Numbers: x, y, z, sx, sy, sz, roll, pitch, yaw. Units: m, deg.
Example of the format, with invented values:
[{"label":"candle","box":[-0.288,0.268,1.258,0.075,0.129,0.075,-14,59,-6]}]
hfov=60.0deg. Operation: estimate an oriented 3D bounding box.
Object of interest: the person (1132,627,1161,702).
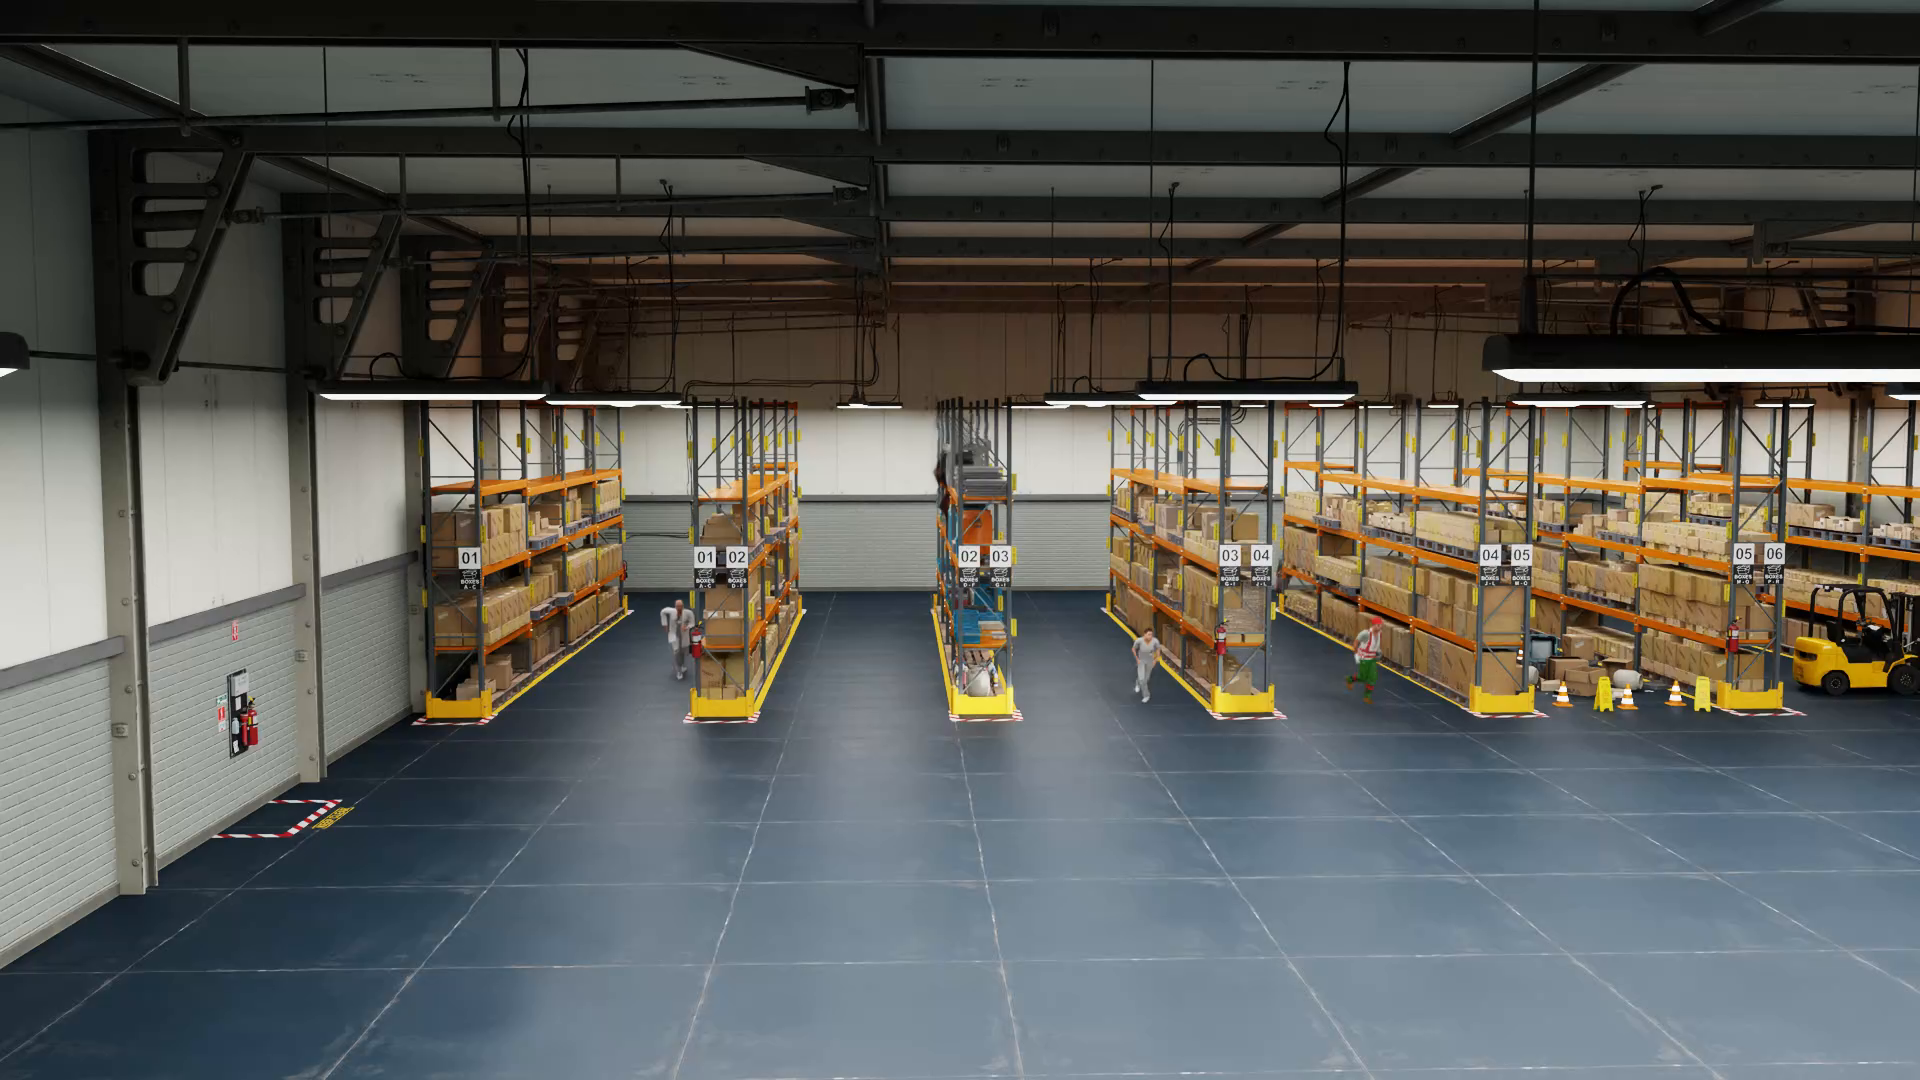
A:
[{"label":"person","box":[3.667,2.438,33.028,0.550,1.518,0.964,0,4,-4]}]

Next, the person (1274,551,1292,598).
[{"label":"person","box":[9.525,1.103,48.990,0.574,1.670,0.653,-3,5,-35]}]

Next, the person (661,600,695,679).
[{"label":"person","box":[-6.093,2.126,36.036,0.752,1.744,1.059,-1,4,-9]}]

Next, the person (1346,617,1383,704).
[{"label":"person","box":[7.998,2.353,32.842,0.658,1.722,0.909,-3,5,-36]}]
